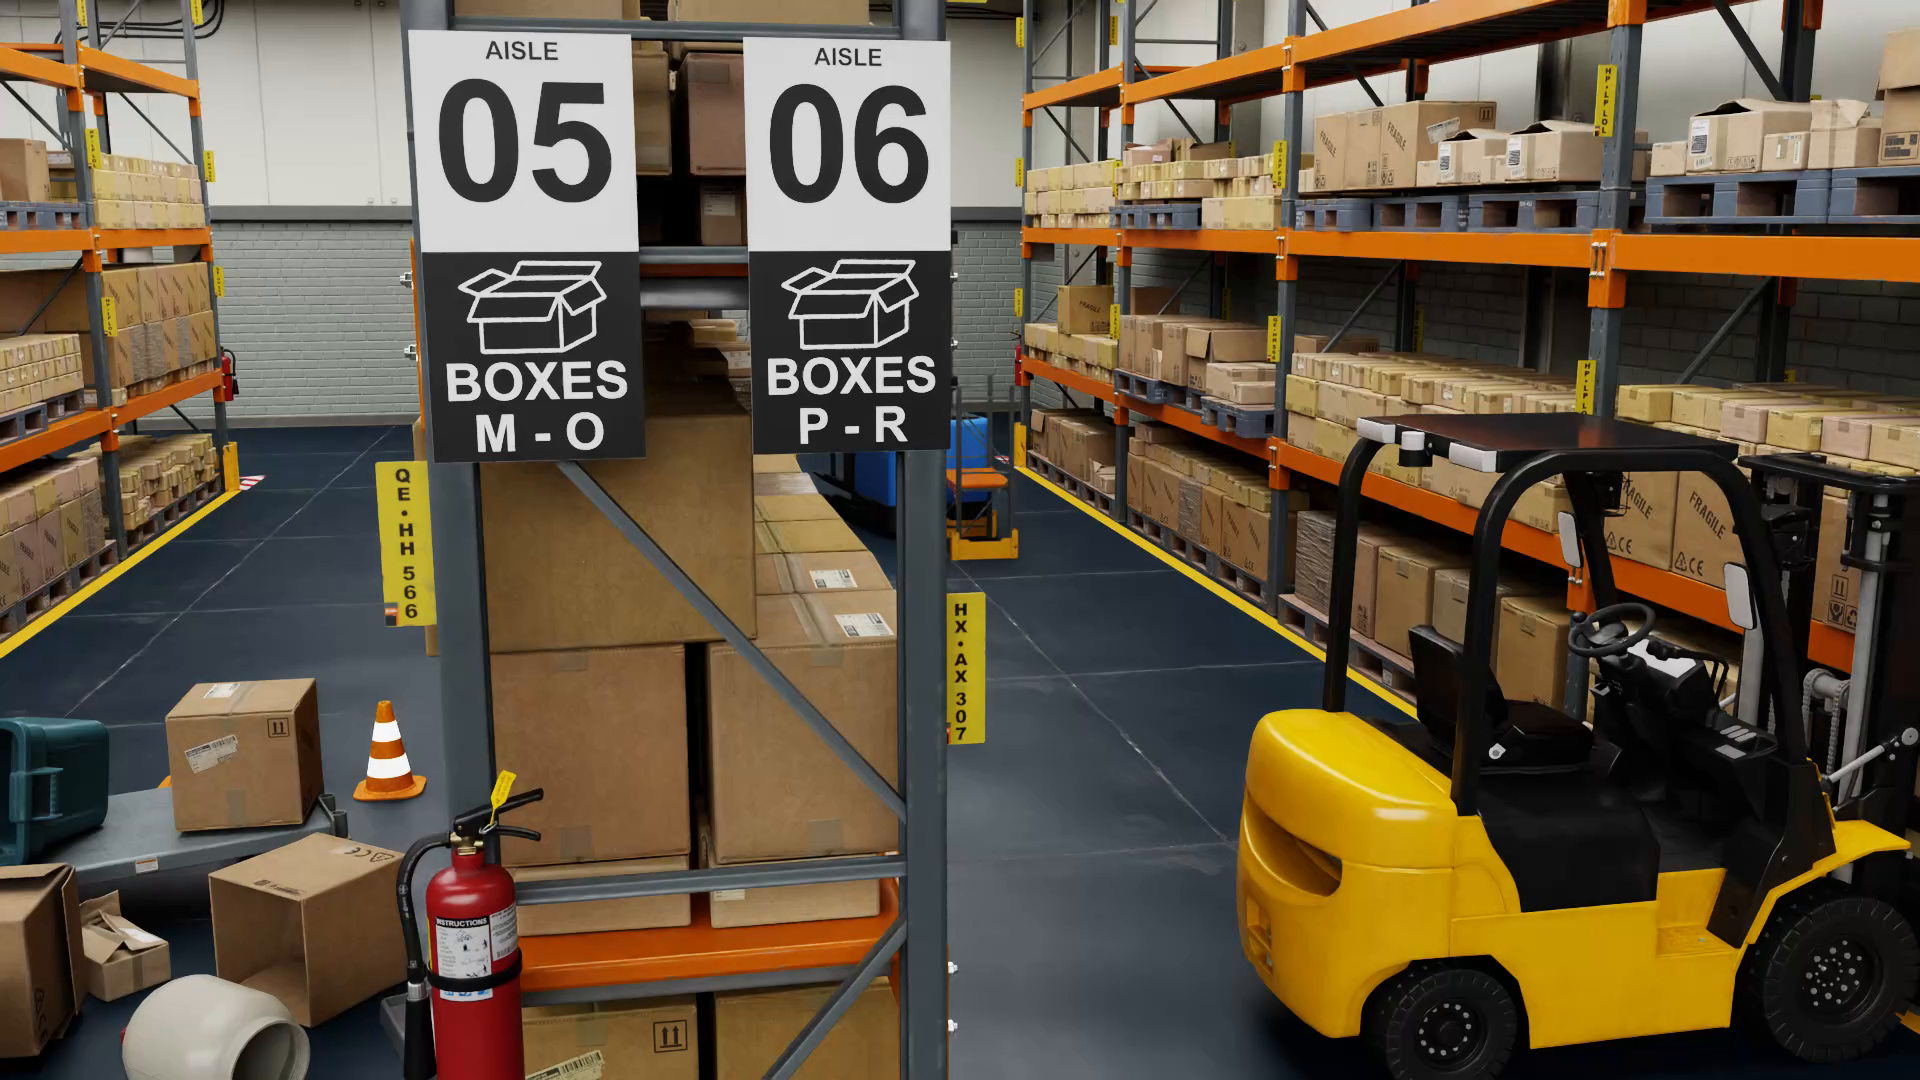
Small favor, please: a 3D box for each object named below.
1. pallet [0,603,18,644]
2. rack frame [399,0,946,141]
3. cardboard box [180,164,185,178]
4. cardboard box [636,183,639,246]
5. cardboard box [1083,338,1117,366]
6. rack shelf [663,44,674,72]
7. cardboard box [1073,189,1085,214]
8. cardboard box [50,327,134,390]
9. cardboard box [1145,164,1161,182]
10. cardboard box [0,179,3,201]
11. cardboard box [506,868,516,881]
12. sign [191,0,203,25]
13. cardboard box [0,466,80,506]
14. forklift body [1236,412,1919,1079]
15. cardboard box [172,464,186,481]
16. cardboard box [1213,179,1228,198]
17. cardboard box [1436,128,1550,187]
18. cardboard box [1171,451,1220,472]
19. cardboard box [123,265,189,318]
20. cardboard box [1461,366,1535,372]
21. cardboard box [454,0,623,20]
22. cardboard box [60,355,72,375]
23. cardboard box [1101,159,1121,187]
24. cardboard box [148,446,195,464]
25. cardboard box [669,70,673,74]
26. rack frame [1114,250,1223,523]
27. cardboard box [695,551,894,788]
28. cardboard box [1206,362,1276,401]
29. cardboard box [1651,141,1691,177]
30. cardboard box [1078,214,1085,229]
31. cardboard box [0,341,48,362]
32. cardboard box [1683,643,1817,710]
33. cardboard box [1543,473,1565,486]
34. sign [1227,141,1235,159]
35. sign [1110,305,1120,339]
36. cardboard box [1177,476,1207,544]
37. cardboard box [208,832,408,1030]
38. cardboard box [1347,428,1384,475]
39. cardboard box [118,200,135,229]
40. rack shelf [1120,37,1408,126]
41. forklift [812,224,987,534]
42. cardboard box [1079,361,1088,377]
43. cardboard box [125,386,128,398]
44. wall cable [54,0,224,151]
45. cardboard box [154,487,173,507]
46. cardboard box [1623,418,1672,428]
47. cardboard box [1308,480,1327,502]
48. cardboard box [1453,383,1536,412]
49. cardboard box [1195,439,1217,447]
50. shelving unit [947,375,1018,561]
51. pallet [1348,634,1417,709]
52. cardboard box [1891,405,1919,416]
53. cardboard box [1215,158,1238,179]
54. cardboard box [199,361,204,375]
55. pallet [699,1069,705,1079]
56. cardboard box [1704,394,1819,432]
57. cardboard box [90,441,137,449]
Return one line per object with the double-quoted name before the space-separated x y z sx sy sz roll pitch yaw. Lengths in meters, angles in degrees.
"pallet" -7.071 0.674 11.145 1.003 0.211 1.213 -2 11 -11
"rack frame" -0.528 -2.231 2.904 1.000 3.000 0.127 -2 11 -11
"cardboard box" -8.150 -3.763 16.973 0.380 0.149 0.250 -2 11 -10
"cardboard box" -0.872 -0.689 3.499 0.380 0.149 0.250 -2 11 -11
"cardboard box" 1.555 -1.914 16.891 0.500 0.250 0.500 -2 11 -11
"rack shelf" -2.473 -3.515 12.645 1.077 0.370 4.000 -2 11 -11
"cardboard box" 1.467 -3.481 17.098 0.500 0.250 0.500 -2 11 -10
"cardboard box" -7.547 -1.581 14.474 0.500 0.500 0.500 -2 11 -12
"cardboard box" 1.839 -3.206 14.537 0.380 0.149 0.250 -2 11 -12
"cardboard box" -7.733 -2.753 12.786 0.500 0.311 0.500 -2 11 -12
"cardboard box" -0.969 0.736 4.031 0.380 0.149 0.250 -2 11 -12
"sign" -7.928 -5.520 17.263 0.100 0.325 0.005 -2 11 -11
"cardboard box" -7.219 -0.411 12.943 0.500 0.250 0.500 -2 11 -8
"forklift body" 2.181 0.670 5.975 2.313 2.155 1.214 -2 11 -11
"cardboard box" -7.846 -0.648 16.338 0.380 0.149 0.250 -2 11 -8
"cardboard box" 2.254 -2.821 13.363 0.380 0.149 0.250 -2 11 -9
"cardboard box" 3.033 -2.149 9.342 0.500 0.311 0.500 -3 11 -13
"cardboard box" 2.084 -0.696 14.711 0.380 0.149 0.250 -2 11 -11
"cardboard box" -7.935 -2.443 16.328 0.500 0.500 0.500 -2 11 -8
"cardboard box" 3.418 -1.018 10.575 0.380 0.149 0.250 -2 11 -12
"cardboard box" -0.884 -1.077 3.403 0.380 0.149 0.250 -2 11 -10
"cardboard box" -7.375 -1.401 13.342 0.380 0.149 0.250 -2 11 -11
"cardboard box" 1.671 -3.541 16.080 0.500 0.250 0.500 -2 11 -11
"cardboard box" -7.862 -0.842 16.562 0.380 0.149 0.250 -2 11 -9
"cardboard box" -1.544 -1.971 7.501 0.500 0.250 0.500 -2 11 -10
"rack frame" 2.006 -1.666 15.981 1.000 3.000 0.127 -2 11 -11
"cardboard box" -0.452 0.329 4.436 0.500 0.500 0.500 -2 11 -9
"cardboard box" 2.261 -1.247 13.056 0.500 0.250 0.500 -3 11 -14
"cardboard box" 3.351 -1.711 7.476 0.380 0.149 0.250 -2 11 -10
"cardboard box" 1.436 -3.307 17.253 0.380 0.149 0.250 -2 11 -10
"cardboard box" -7.276 -1.450 12.803 0.380 0.149 0.250 -2 11 -11
"cardboard box" 3.438 0.649 7.375 0.500 0.250 0.500 -2 11 -11
"cardboard box" 3.215 -0.451 8.663 0.500 0.250 0.500 -2 11 -12
"sign" 2.549 -3.608 15.724 0.100 0.325 0.005 -2 11 -11
"sign" 1.475 -2.070 15.789 0.100 0.325 0.005 -2 11 -11
"cardboard box" 2.180 -0.263 14.172 0.500 0.500 0.500 -3 11 -13
"cardboard box" -2.433 1.455 6.261 0.500 0.500 0.500 6 12 28
"cardboard box" 2.830 -0.582 10.685 0.500 0.250 0.500 -2 11 -13
"cardboard box" -7.636 -2.872 14.696 0.500 0.250 0.500 -2 11 -12
"rack shelf" 2.395 -3.696 13.597 1.077 0.370 4.000 -2 11 -11
"forklift" -0.718 -1.730 16.498 1.130 2.935 3.031 -4 12 -22
"cardboard box" 1.448 -1.781 17.254 0.380 0.149 0.250 -2 11 -12
"cardboard box" -7.659 -1.318 14.826 0.380 0.149 0.250 -3 11 -14
"wall cable" -11.080 -7.548 22.235 2.277 5.999 0.120 -2 11 -11
"cardboard box" -7.746 -0.407 15.868 0.380 0.149 0.250 -2 11 -13
"cardboard box" 3.366 -0.498 7.844 0.380 0.149 0.250 -2 11 -12
"cardboard box" 2.963 -0.386 13.083 0.380 0.149 0.250 -2 11 -9
"cardboard box" 3.043 -0.808 9.472 0.380 0.149 0.250 -2 11 -12
"cardboard box" 2.417 -0.858 15.562 0.380 0.149 0.250 -2 11 -11
"shelving unit" 0.130 -0.666 14.739 0.587 1.500 1.083 -2 11 -9
"pallet" 3.139 0.813 10.413 1.003 0.211 1.213 -2 11 -11
"cardboard box" 4.134 -0.478 6.939 0.380 0.149 0.250 -2 11 -12
"cardboard box" 2.226 -2.918 13.077 0.380 0.149 0.250 -2 11 -12
"cardboard box" -8.124 -1.800 17.356 0.380 0.149 0.250 -2 11 -11
"pallet" -0.900 1.698 5.762 1.003 0.211 1.213 -2 11 -11
"cardboard box" 3.531 -0.552 7.331 0.380 0.149 0.250 -2 11 -12
"cardboard box" -8.613 -0.912 16.932 0.380 0.149 0.250 -2 11 -11
